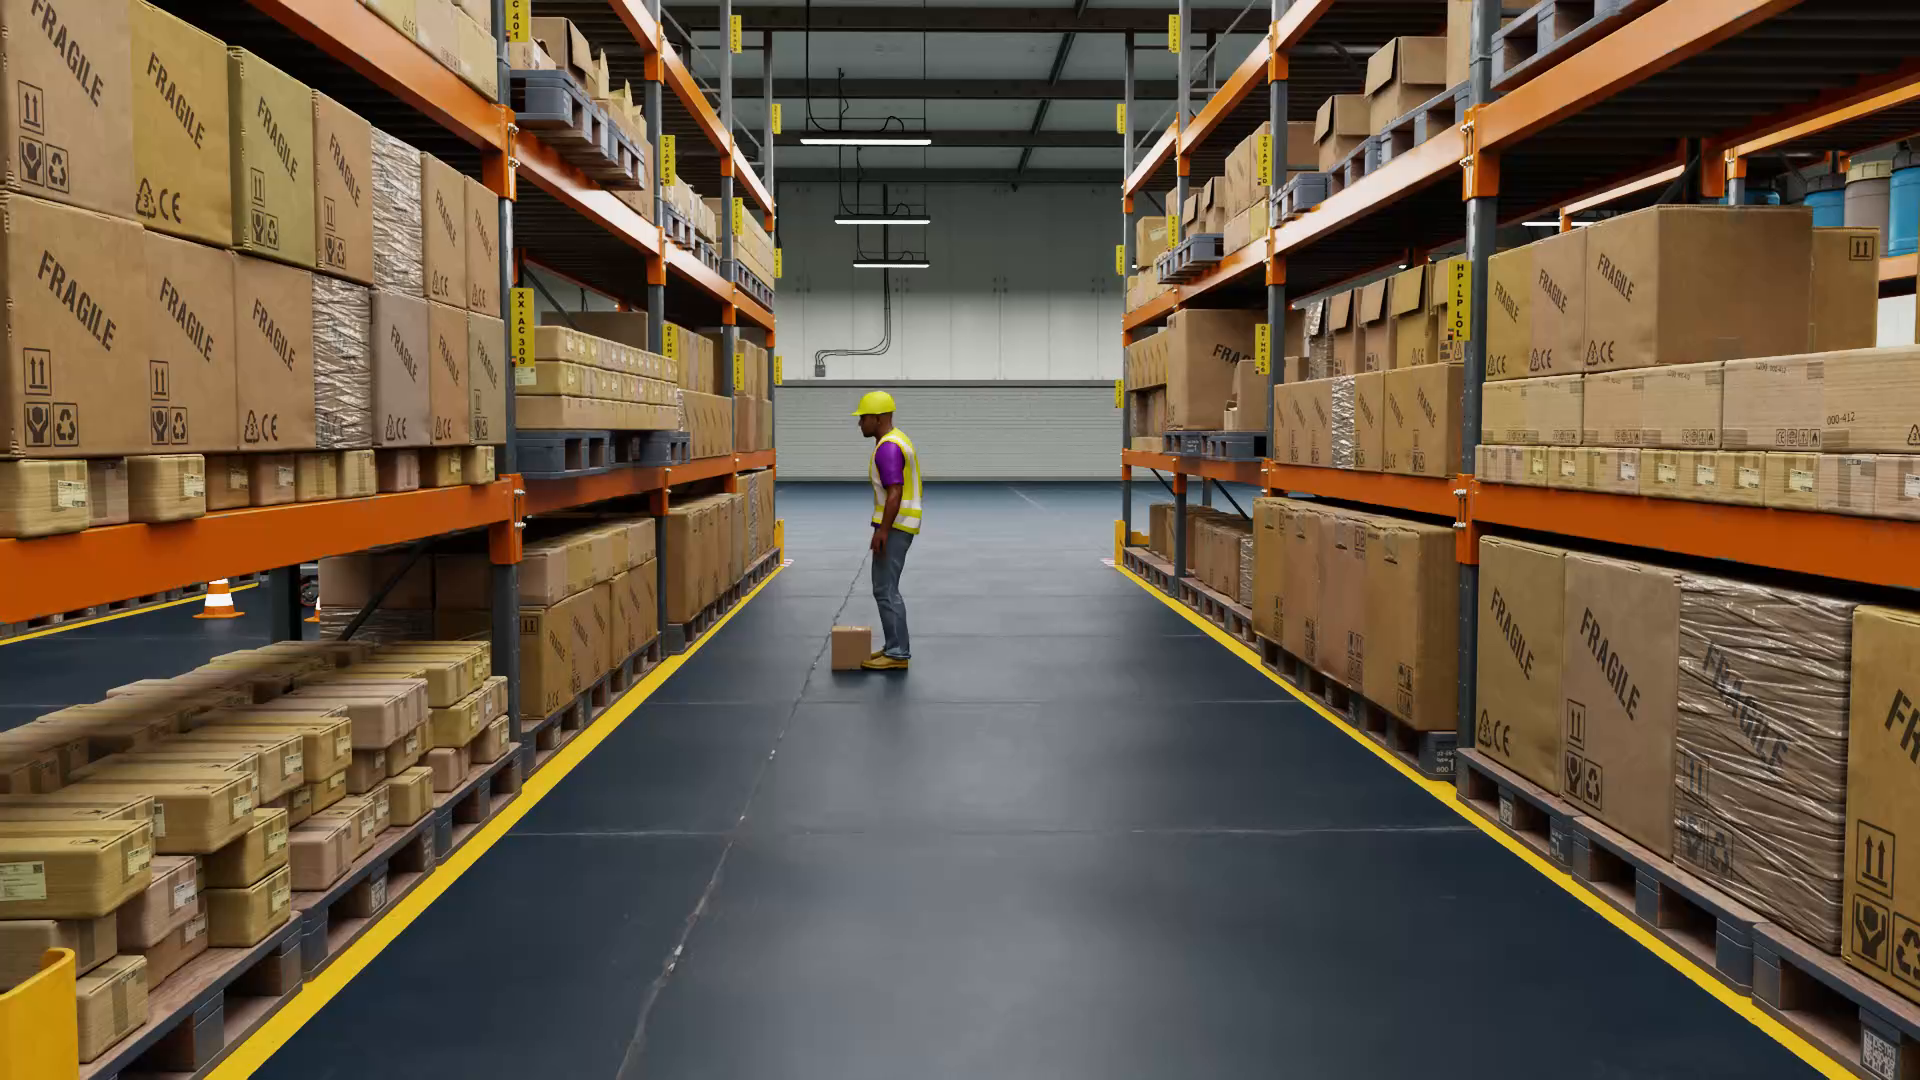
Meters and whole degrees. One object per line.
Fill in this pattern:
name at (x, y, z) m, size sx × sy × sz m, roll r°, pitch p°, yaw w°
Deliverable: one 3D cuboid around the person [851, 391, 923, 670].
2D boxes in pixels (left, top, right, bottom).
person at (-0.466, -0.066, 10.604) m, size 0.456 × 1.761 × 0.627 m, roll 0°, pitch 4°, yaw -1°
